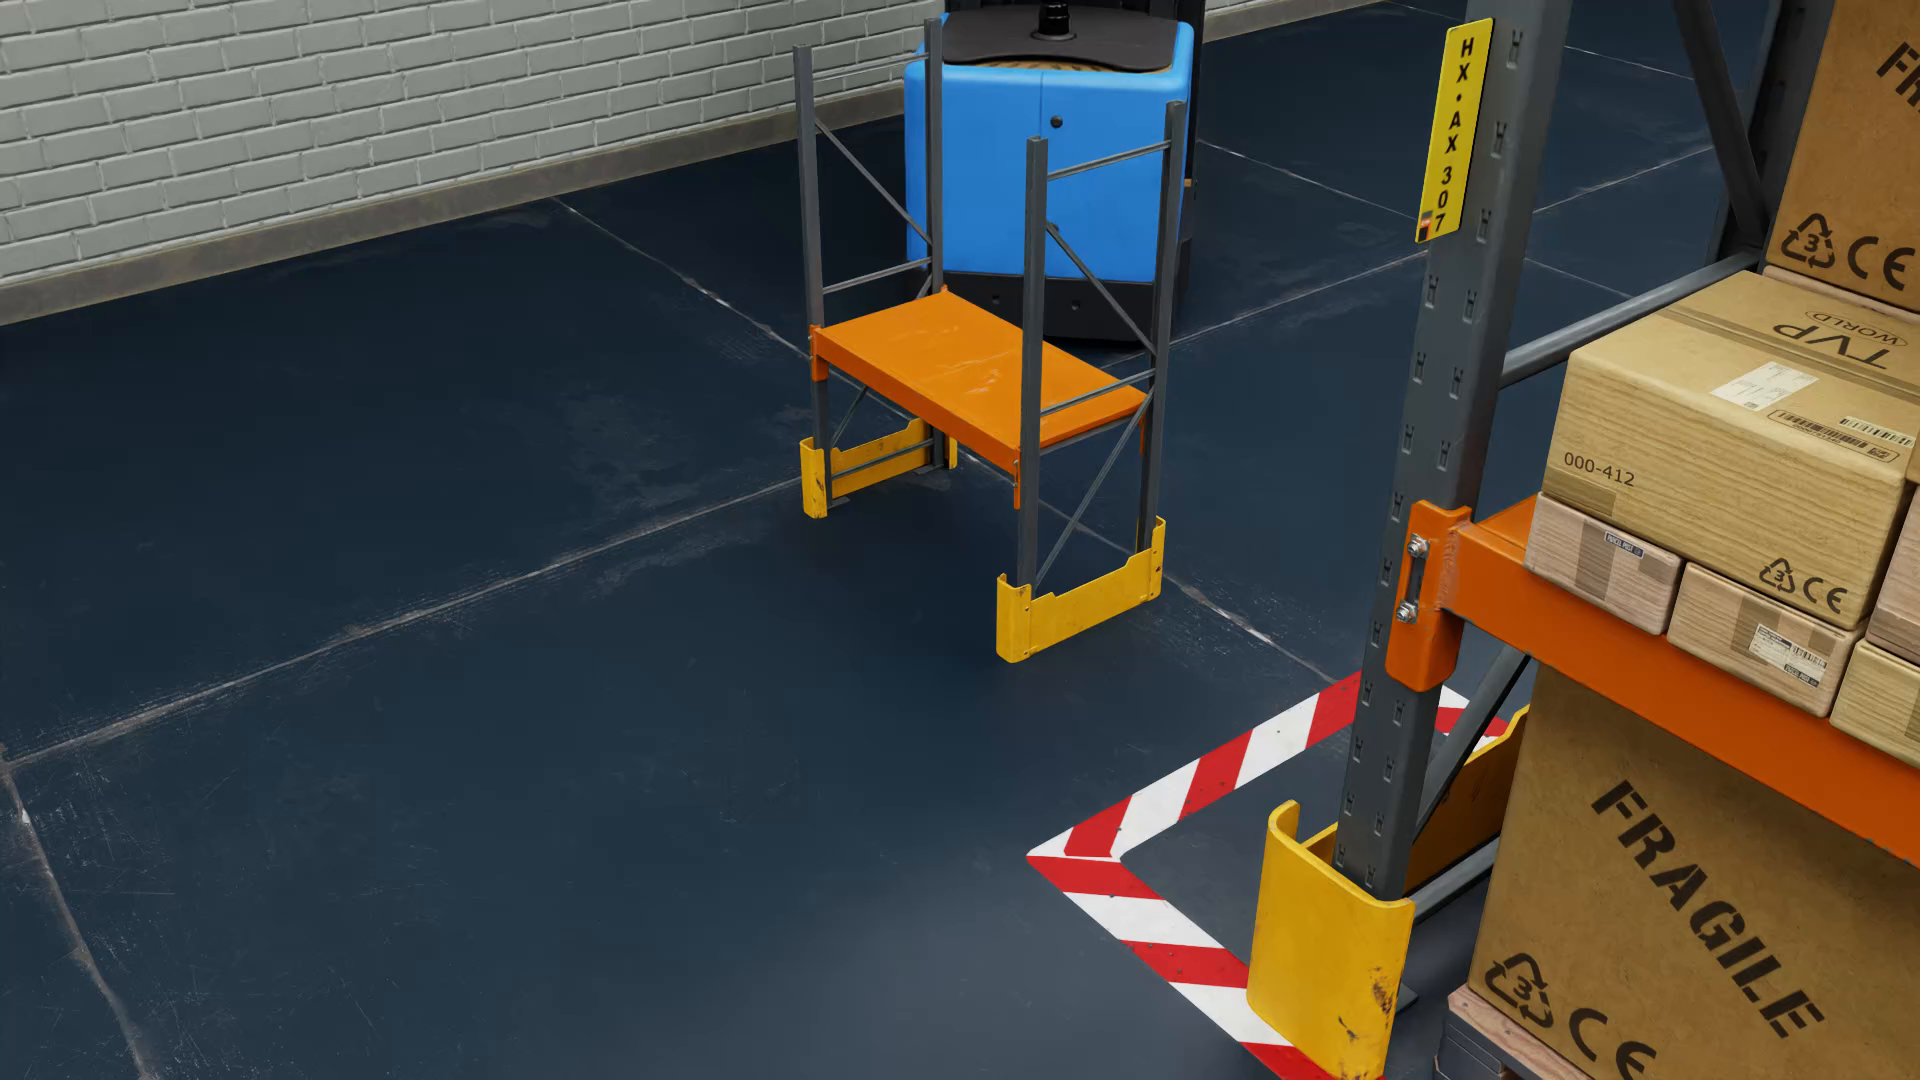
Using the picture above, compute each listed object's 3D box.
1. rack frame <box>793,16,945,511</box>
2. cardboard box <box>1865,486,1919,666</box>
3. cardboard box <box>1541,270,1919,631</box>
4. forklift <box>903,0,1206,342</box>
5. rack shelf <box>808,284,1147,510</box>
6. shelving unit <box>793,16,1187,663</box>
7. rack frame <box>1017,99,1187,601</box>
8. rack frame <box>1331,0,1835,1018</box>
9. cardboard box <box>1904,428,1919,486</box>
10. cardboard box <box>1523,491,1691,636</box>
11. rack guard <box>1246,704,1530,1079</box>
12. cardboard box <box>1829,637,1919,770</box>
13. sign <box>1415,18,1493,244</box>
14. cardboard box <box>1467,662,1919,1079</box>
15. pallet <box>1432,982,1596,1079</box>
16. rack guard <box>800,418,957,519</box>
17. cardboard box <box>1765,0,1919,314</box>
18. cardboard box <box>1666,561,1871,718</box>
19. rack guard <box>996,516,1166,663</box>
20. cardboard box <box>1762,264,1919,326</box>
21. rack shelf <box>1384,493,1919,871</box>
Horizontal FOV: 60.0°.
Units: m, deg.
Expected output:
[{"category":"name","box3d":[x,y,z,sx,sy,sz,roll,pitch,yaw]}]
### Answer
[{"category":"rack frame","box3d":[-0.259,-0.813,5.138,0.500,1.500,0.032,-22,38,-31]},{"category":"cardboard box","box3d":[1.586,0.054,2.180,0.500,0.250,0.500,-23,38,-32]},{"category":"cardboard box","box3d":[1.262,-0.160,2.525,0.500,0.250,0.500,-23,39,-33]},{"category":"forklift","box3d":[0.516,-2.758,6.913,1.130,2.935,3.031,5,32,7]},{"category":"rack shelf","box3d":[0.052,-0.449,4.892,0.538,0.185,1.000,-22,38,-31]},{"category":"shelving unit","box3d":[0.047,-0.605,4.803,0.587,1.500,1.083,-22,38,-31]},{"category":"rack frame","box3d":[0.364,-0.390,4.456,0.500,1.500,0.032,-22,38,-31]},{"category":"rack frame","box3d":[1.181,-0.385,3.027,1.000,3.000,0.127,-22,38,-31]},{"category":"cardboard box","box3d":[1.569,-0.271,1.992,0.500,0.500,0.500,-23,39,-32]},{"category":"cardboard box","box3d":[1.138,-0.024,2.683,0.380,0.149,0.250,-22,38,-31]},{"category":"rack guard","box3d":[1.167,0.667,3.703,1.175,0.500,0.348,-22,38,-31]},{"category":"cardboard box","box3d":[1.454,0.189,2.340,0.380,0.149,0.250,-23,39,-32]},{"category":"sign","box3d":[0.739,-0.609,2.493,0.100,0.325,0.005,-22,38,-31]},{"category":"cardboard box","box3d":[1.637,0.580,3.089,0.875,0.875,0.875,-22,38,-31]},{"category":"pallet","box3d":[1.733,1.107,3.267,1.003,0.211,1.213,-22,38,-31]},{"category":"rack guard","box3d":[-0.259,-0.282,5.467,0.587,0.250,0.087,-22,38,-31]},{"category":"cardboard box","box3d":[1.688,-0.648,2.600,0.500,0.500,0.500,-22,38,-31]},{"category":"cardboard box","box3d":[1.297,0.083,2.512,0.380,0.149,0.250,-23,38,-32]},{"category":"rack guard","box3d":[0.352,0.133,4.799,0.587,0.250,0.087,-22,38,-31]},{"category":"cardboard box","box3d":[1.688,-0.332,2.801,0.500,0.250,0.500,-23,39,-32]},{"category":"rack shelf","box3d":[2.408,0.754,1.875,1.077,0.370,4.000,-22,38,-31]}]
